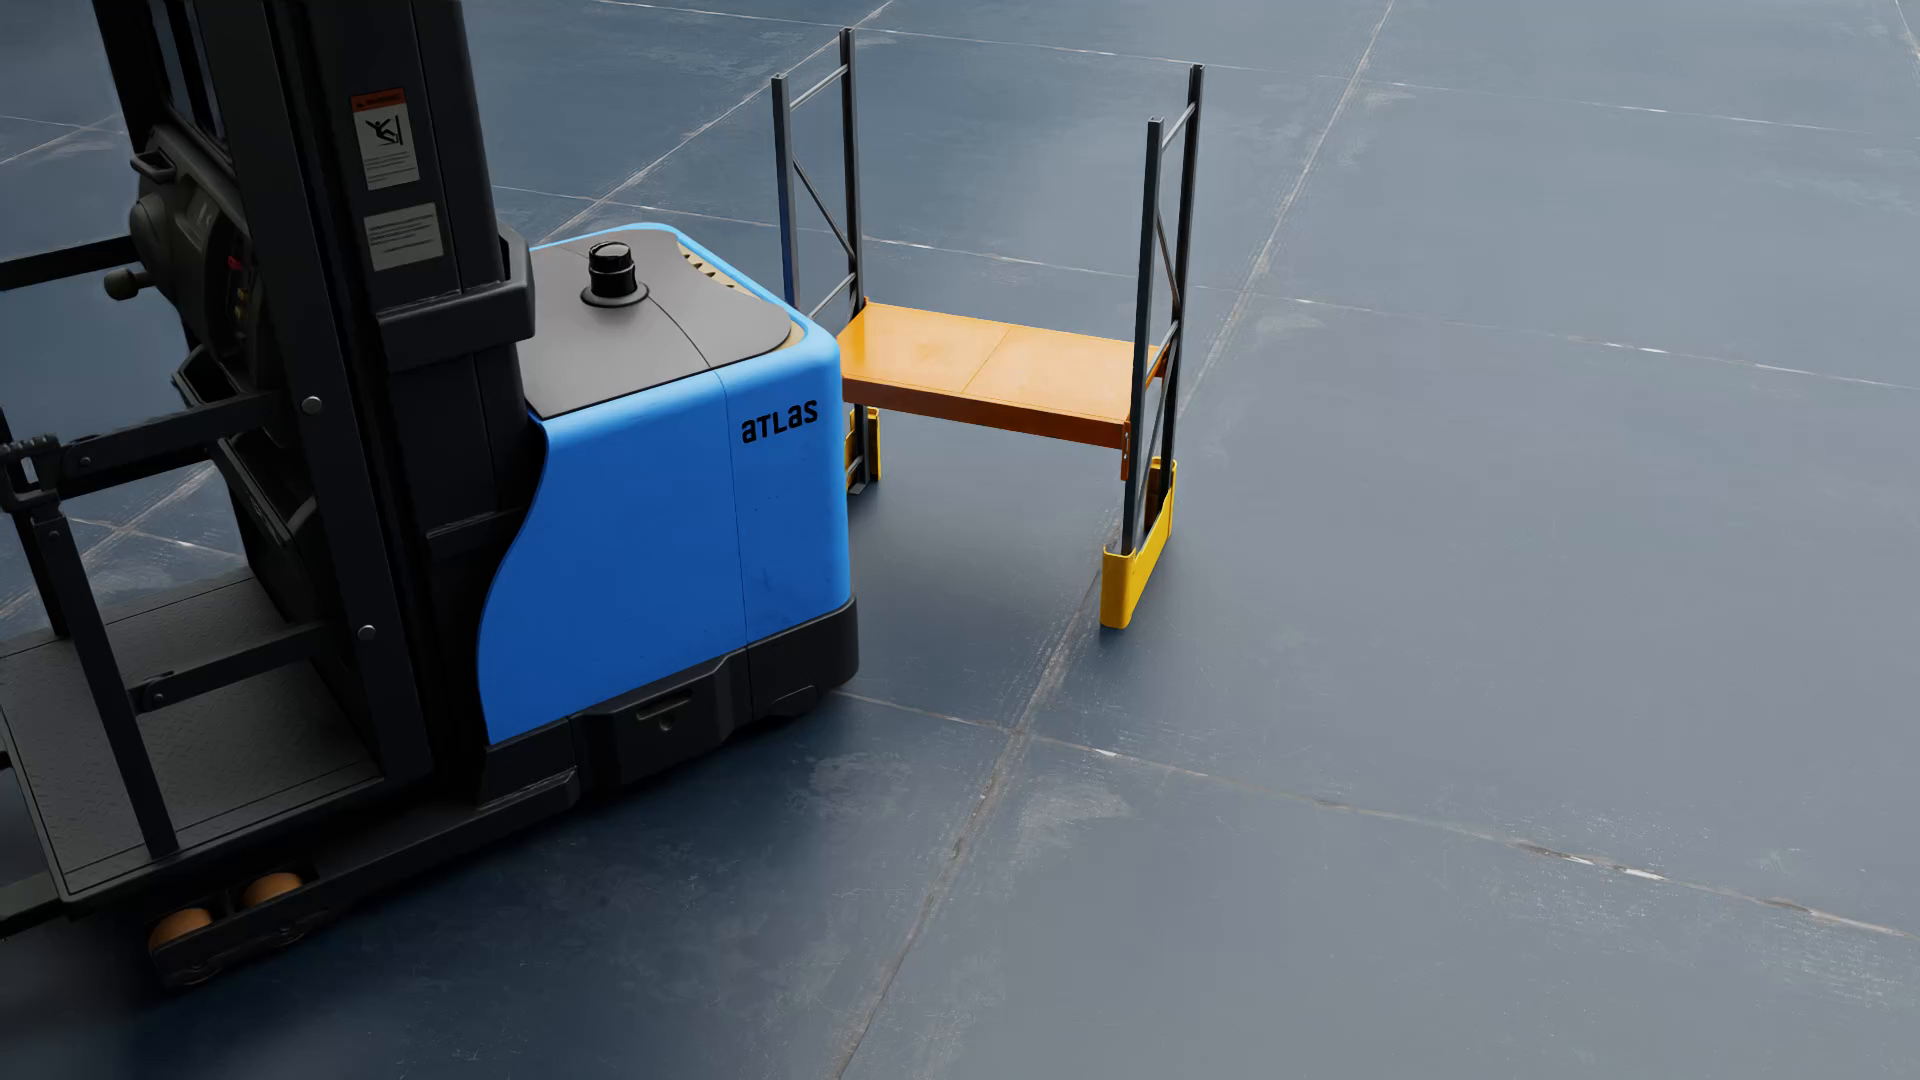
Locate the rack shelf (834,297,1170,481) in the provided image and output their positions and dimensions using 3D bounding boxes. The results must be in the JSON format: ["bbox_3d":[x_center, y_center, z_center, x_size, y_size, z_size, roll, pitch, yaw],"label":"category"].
[{"bbox_3d":[0.080,-0.463,4.917,1.000,0.185,0.538,11,34,16],"label":"rack shelf"}]

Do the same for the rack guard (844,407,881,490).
[{"bbox_3d":[-0.397,-0.182,5.302,0.087,0.250,0.587,11,34,16],"label":"rack guard"}]

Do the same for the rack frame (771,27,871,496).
[{"bbox_3d":[-0.398,-0.708,4.963,0.032,1.500,0.500,11,34,16],"label":"rack frame"}]

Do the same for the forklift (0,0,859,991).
[{"bbox_3d":[-1.774,-0.567,3.426,3.031,2.935,1.130,-21,38,-29],"label":"forklift"}]

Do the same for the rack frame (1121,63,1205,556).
[{"bbox_3d":[0.559,-0.521,4.675,0.032,1.500,0.500,11,34,16],"label":"rack frame"}]

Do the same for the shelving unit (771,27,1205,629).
[{"bbox_3d":[0.072,-0.616,4.822,1.083,1.500,0.587,11,34,16],"label":"shelving unit"}]

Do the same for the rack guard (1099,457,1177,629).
[{"bbox_3d":[0.541,0.000,5.019,0.087,0.250,0.587,11,34,16],"label":"rack guard"}]
